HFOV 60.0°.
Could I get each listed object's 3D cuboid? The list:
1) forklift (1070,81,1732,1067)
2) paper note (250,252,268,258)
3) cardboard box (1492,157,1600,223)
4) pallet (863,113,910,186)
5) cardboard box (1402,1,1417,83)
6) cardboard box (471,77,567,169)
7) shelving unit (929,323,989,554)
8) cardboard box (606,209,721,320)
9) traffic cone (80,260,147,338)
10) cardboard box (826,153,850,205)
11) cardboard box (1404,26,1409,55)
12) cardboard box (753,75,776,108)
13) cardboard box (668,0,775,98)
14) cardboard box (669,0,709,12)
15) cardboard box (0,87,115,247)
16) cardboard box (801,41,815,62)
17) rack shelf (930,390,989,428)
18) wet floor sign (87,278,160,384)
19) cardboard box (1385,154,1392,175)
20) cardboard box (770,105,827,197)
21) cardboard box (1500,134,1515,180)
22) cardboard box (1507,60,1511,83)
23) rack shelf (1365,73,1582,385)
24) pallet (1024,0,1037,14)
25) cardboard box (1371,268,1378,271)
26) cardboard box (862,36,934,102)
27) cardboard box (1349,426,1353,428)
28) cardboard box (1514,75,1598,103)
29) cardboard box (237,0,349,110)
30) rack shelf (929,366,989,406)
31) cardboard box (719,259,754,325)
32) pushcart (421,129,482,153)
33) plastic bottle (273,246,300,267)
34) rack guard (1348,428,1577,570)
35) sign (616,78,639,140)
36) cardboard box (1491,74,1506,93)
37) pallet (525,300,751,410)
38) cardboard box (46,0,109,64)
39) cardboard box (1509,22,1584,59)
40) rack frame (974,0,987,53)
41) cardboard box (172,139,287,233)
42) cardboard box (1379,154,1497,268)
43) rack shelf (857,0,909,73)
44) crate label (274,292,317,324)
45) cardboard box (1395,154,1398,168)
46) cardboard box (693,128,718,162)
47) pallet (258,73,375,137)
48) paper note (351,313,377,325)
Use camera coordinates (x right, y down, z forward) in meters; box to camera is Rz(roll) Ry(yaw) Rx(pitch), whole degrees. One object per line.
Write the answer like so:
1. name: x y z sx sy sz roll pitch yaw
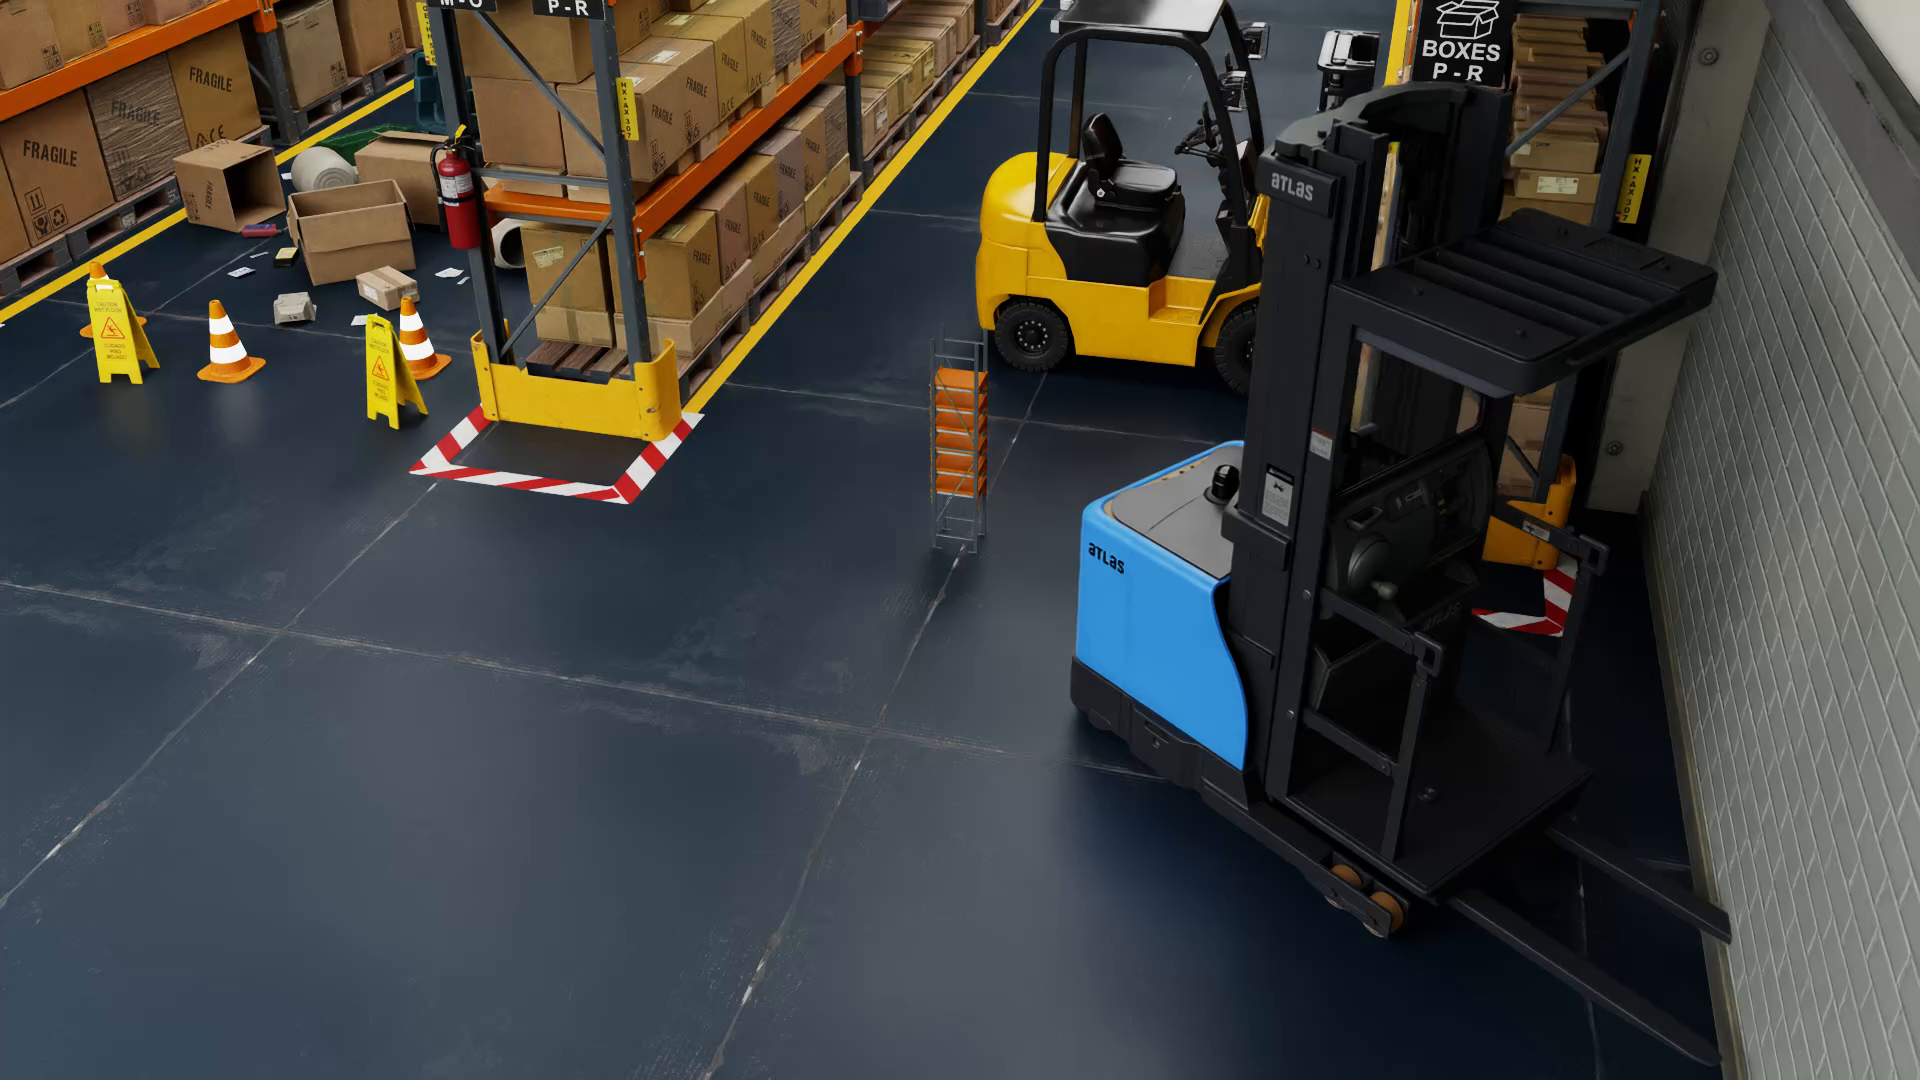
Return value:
1. forklift: 1.819 -0.027 6.061 1.130 2.935 3.031 -24 39 -32
2. paper note: -5.045 -2.054 11.971 0.032 0.001 0.123 28 42 36
3. cardboard box: 3.042 -1.820 8.723 0.500 0.500 0.500 9 34 14
4. pallet: -1.054 -3.262 13.684 1.003 0.211 1.213 8 33 12
5. cardboard box: 3.187 -3.208 10.907 0.500 0.500 0.500 7 33 11
6. cardboard box: -2.394 -2.446 9.431 0.500 0.500 0.500 7 33 12
7. shelving unit: -0.004 -0.499 8.416 0.258 1.200 0.189 8 33 12
8. cardboard box: -1.788 -1.685 10.078 0.500 0.500 0.500 7 33 11
9. traffic cone: -5.571 -1.592 10.823 0.336 0.463 0.334 8 33 12
10. cardboard box: -1.140 -2.708 12.385 0.500 0.250 0.500 10 34 15
11. cardboard box: 3.427 -3.594 11.748 0.500 0.250 0.500 9 33 13
12. cardboard box: -1.416 -2.925 10.790 0.380 0.149 0.250 8 33 13
13. cardboard box: -1.499 -3.133 10.512 0.500 0.500 0.500 7 33 11
14. cardboard box: -1.920 -3.624 10.351 0.700 0.500 0.500 8 33 12
15. cardboard box: -6.749 -2.679 11.757 0.875 0.875 0.875 8 33 12
16. cardboard box: -1.235 -3.465 11.639 0.380 0.149 0.250 8 33 13
17. rack shelf: -0.004 -0.664 8.311 0.258 0.103 0.180 8 33 12
18. wet floor sign: -5.171 -1.302 10.197 0.267 0.644 0.232 3 33 4
19. cardboard box: 2.986 -2.327 10.854 0.500 0.250 0.500 8 33 12
20. cardboard box: -1.268 -2.760 11.768 0.500 0.500 0.500 9 33 13
21. cardboard box: 2.875 -1.878 8.211 0.380 0.149 0.250 8 33 12
22. cardboard box: 3.328 -2.675 9.464 0.380 0.149 0.250 7 33 11
23. rack shelf: 3.044 -2.019 9.801 1.077 0.370 4.000 8 33 12
24. pallet: 0.349 -5.963 17.934 1.003 0.211 1.213 8 33 12
25. cardboard box: 2.476 -1.271 9.193 0.500 0.250 0.500 9 33 13
26. cardboard box: -0.766 -4.110 14.477 0.950 0.372 0.625 9 34 14
27. cardboard box: 2.350 -0.589 9.051 0.500 0.250 0.500 8 33 13
28. cardboard box: 3.058 -2.268 8.547 0.380 0.149 0.250 8 33 13
29. cardboard box: -5.993 -4.218 14.295 1.050 0.750 0.750 8 33 12
30. rack shelf: -0.004 -0.765 8.247 0.258 0.103 0.180 8 33 12
31. cardboard box: -1.656 -1.620 10.675 0.500 0.250 0.500 9 34 14
32. pushcart: -3.468 -3.212 13.451 1.648 0.377 0.936 -3 33 -4
33. plastic bottle: -4.813 -2.039 11.900 0.133 0.061 0.283 -3 33 -4
34. rack guard: 2.531 -0.218 8.626 1.175 0.500 0.348 8 33 12
35. sign: -1.740 -2.250 8.687 0.100 0.325 0.005 8 33 12
36. cardboard box: 2.632 -2.332 8.647 0.380 0.149 0.250 8 33 13
37. pallet: -2.006 -1.238 10.501 1.003 0.211 1.213 8 33 12
38. cardboard box: -6.552 -3.685 11.611 0.875 0.550 0.500 8 33 12
39. cardboard box: 3.312 -2.808 9.396 0.380 0.149 0.250 9 34 14
40. rack frame: -0.235 -6.110 15.566 1.000 3.000 0.127 8 33 12
41. cardboard box: -5.465 -2.657 12.461 0.500 0.500 0.500 14 35 21
42. cardboard box: 2.408 -1.618 8.406 0.500 0.500 0.500 7 33 11
43. rack shelf: -0.743 -4.769 14.126 1.077 0.370 4.000 8 33 12
44. crate label: -4.424 -1.541 11.046 0.250 0.136 0.298 -8 33 -13
45. cardboard box: 2.390 -1.956 8.332 0.380 0.149 0.250 9 33 13
46. cardboard box: -1.674 -2.386 9.941 0.380 0.149 0.250 9 33 13
47. pallet: -5.941 -3.890 14.672 1.003 0.211 1.213 8 33 12
48. paper note: -3.951 -1.467 11.030 0.148 0.019 0.142 -3 33 -4
